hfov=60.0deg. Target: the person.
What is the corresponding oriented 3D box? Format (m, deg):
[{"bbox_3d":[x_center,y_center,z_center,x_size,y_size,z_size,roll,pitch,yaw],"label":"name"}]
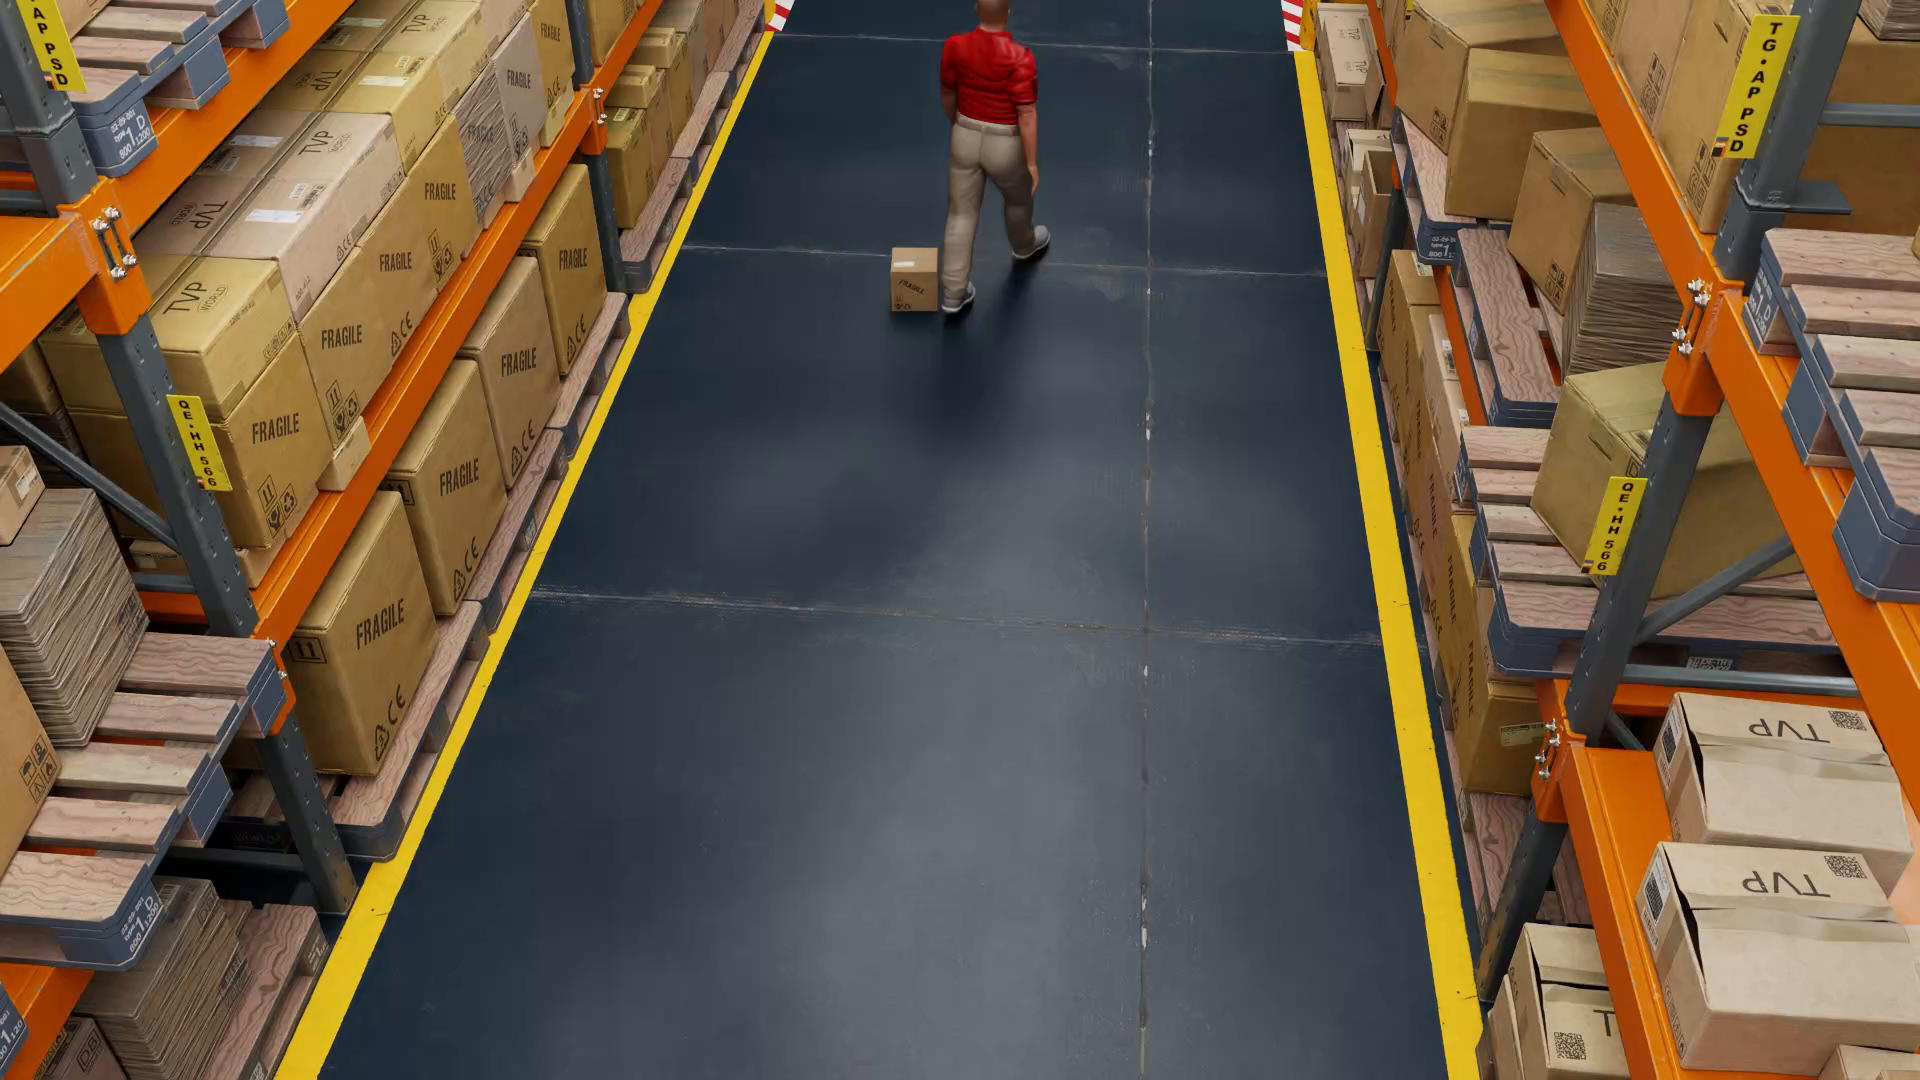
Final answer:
[{"bbox_3d":[0.189,-2.107,8.682,0.602,1.660,1.038,13,41,15],"label":"person"}]
